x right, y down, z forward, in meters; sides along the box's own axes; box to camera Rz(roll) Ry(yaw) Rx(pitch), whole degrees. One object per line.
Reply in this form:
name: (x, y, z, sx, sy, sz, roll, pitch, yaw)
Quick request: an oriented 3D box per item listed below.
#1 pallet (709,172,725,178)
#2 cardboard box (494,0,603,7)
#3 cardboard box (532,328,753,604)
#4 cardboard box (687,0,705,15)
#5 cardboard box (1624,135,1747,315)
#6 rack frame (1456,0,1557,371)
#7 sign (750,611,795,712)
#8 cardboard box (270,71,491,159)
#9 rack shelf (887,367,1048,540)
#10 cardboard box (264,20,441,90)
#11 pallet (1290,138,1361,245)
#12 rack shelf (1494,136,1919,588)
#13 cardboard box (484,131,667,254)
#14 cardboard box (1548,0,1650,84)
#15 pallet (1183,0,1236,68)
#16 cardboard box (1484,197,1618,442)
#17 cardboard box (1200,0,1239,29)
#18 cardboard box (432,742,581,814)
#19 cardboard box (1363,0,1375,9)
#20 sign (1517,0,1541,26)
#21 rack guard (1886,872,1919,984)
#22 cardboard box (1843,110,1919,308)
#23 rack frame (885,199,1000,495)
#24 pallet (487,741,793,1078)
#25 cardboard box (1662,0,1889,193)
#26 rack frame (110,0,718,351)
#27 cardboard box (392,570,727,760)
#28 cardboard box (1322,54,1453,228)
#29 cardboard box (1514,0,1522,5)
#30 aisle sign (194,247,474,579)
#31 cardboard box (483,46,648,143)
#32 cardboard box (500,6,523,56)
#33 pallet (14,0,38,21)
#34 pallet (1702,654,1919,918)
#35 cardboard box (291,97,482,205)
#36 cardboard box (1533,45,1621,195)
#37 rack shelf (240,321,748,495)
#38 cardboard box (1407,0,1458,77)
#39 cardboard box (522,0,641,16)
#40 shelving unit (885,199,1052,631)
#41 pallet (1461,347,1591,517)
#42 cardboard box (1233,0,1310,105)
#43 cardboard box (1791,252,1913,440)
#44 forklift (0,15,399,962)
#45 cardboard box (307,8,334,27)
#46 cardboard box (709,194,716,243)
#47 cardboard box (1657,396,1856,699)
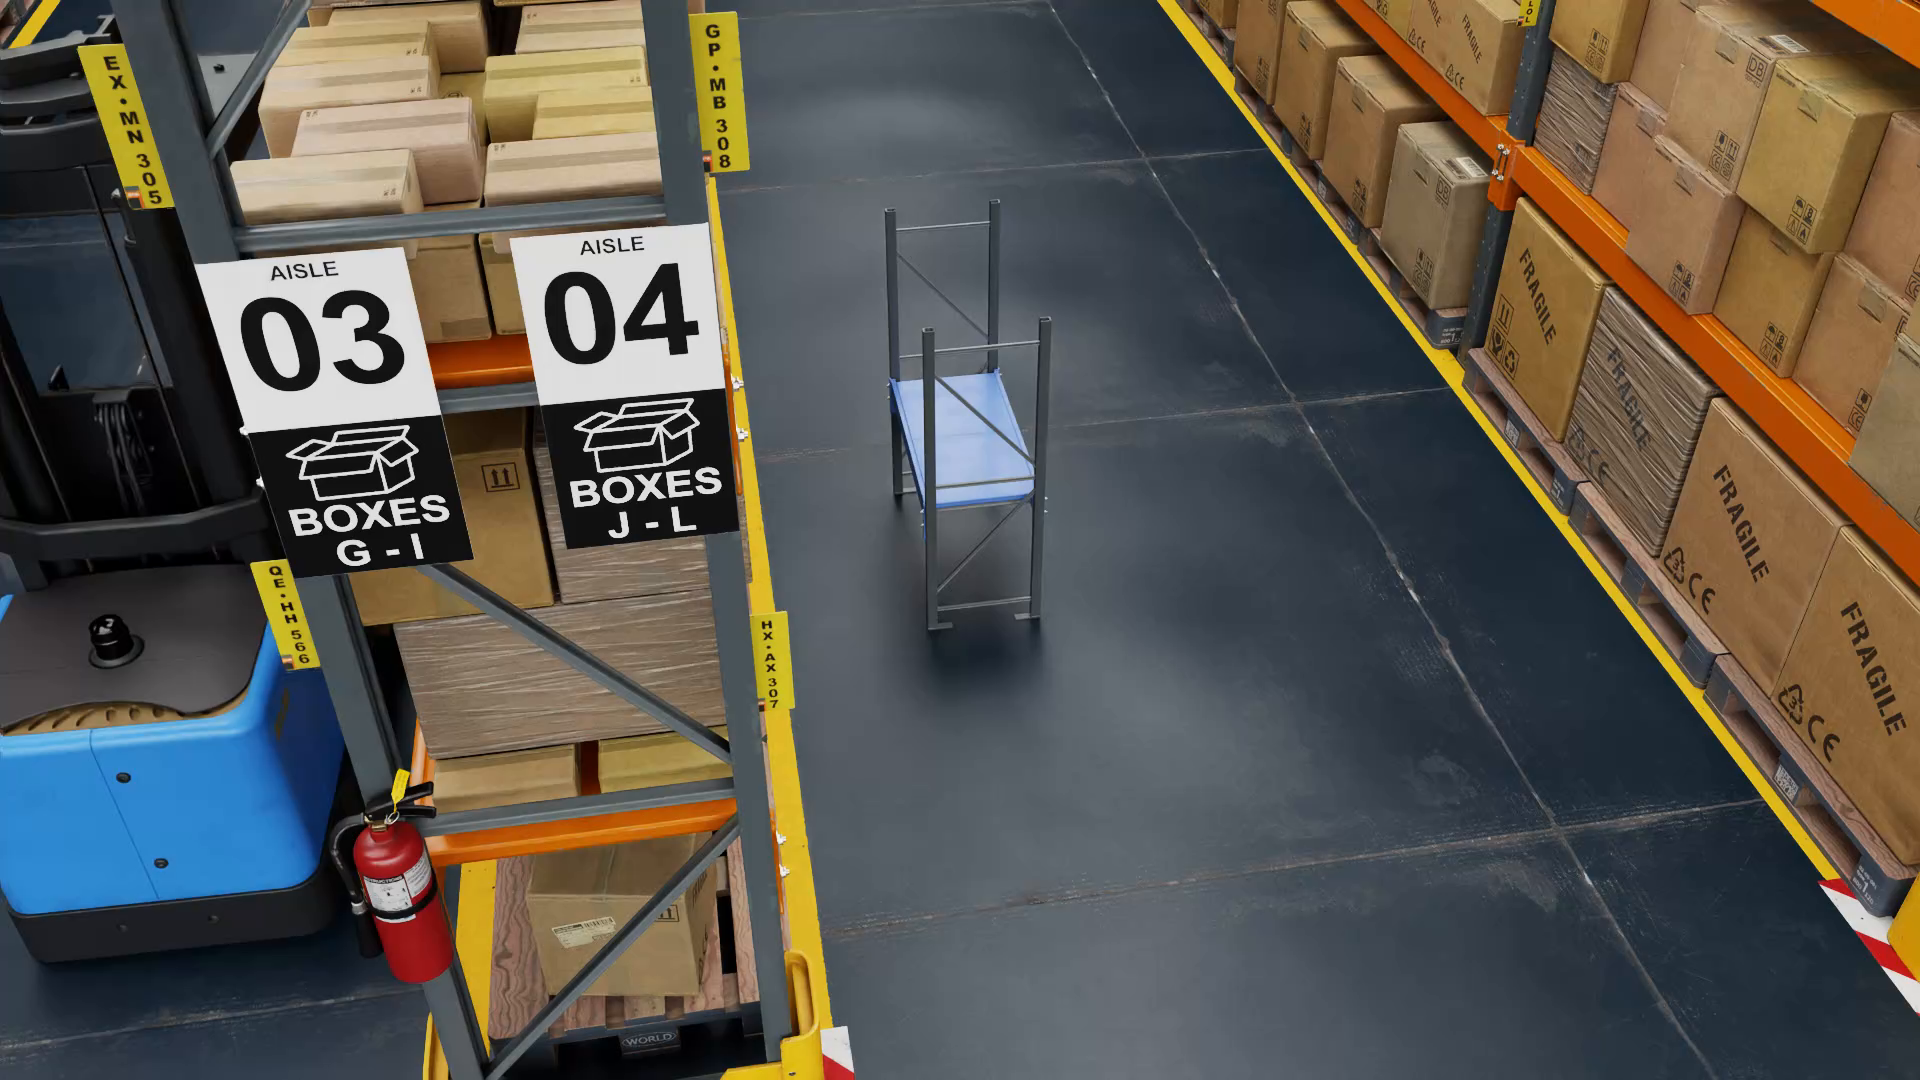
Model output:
pallet: (-1.703, -2.107, 8.173, 1.003, 0.211, 1.213, -6, 38, -8)
cardboard box: (-1.005, -1.754, 4.386, 0.500, 0.500, 0.500, -6, 38, -8)
cardboard box: (-0.839, -0.203, 4.427, 0.500, 0.500, 0.500, -6, 38, -8)
cardboard box: (-1.714, -2.603, 7.824, 1.000, 1.000, 1.000, -6, 38, -8)
cardboard box: (3.363, -1.347, 6.916, 0.875, 0.550, 0.550, -6, 38, -8)
rack frame: (3.189, -2.178, 8.108, 1.000, 3.000, 0.127, -6, 38, -8)
sign: (-0.477, 0.310, 4.200, 0.100, 0.325, 0.005, -6, 38, -8)
cardboard box: (-1.436, -0.980, 4.243, 0.500, 0.250, 0.500, -6, 38, -8)
rack shelf: (0.015, -0.399, 7.334, 0.538, 0.185, 1.000, -6, 38, -8)
cardboard box: (-1.520, -1.178, 4.174, 0.380, 0.149, 0.250, -6, 38, -8)
pallet: (2.762, -2.273, 10.504, 1.003, 0.211, 1.213, -6, 38, -8)
rack shelf: (3.539, -0.686, 6.774, 1.077, 0.370, 4.000, -6, 38, -8)
cardboard box: (-0.831, -0.763, 3.640, 0.380, 0.149, 0.250, -6, 38, -8)
cardboard box: (3.220, -2.437, 7.439, 0.875, 0.550, 0.550, -6, 38, -8)
pallet: (2.352, -3.965, 12.681, 1.003, 0.211, 1.213, -6, 38, -8)
cardboard box: (3.230, -1.117, 8.132, 0.875, 0.875, 0.875, -6, 38, -7)
cardboard box: (2.115, -4.142, 12.331, 0.500, 0.500, 0.500, -6, 38, -8)
cardboard box: (-1.264, 0.660, 4.660, 0.380, 0.149, 0.250, -6, 38, -8)
cardboard box: (2.565, -3.420, 9.626, 0.500, 0.500, 0.500, -7, 38, -8)
sign: (2.656, -2.539, 7.695, 0.100, 0.325, 0.005, -6, 38, -8)
rack guard: (3.894, 1.240, 5.747, 1.175, 0.500, 0.348, -6, 38, -8)
cardboard box: (3.711, -1.151, 5.784, 0.875, 0.550, 0.550, -6, 38, -8)
rack frame: (-0.074, -0.848, 7.619, 0.500, 1.500, 0.032, -6, 38, -8)
pallet: (-1.132, 1.272, 5.941, 1.003, 0.211, 1.213, -6, 38, -8)
cardboard box: (3.390, -1.776, 6.589, 0.875, 0.550, 0.550, -6, 38, -8)
rack frame: (-1.011, -1.658, 2.550, 1.000, 3.000, 0.127, -6, 38, -8)
cardboard box: (-1.080, 0.219, 4.700, 0.875, 0.500, 0.500, -6, 38, -8)
cardboard box: (2.826, -2.403, 9.890, 1.050, 0.750, 0.750, -6, 38, -8)
cardboard box: (3.096, -2.911, 8.156, 0.700, 0.500, 0.500, -7, 38, -9)
aisle sign: (-1.295, -0.246, 3.503, 0.394, 0.787, 0.004, -6, 38, -8)
cardboard box: (-0.947, -1.070, 4.034, 0.380, 0.149, 0.250, -7, 38, -9)
cardboard box: (-1.020, -1.344, 4.712, 0.500, 0.250, 0.500, -6, 38, -8)
pallet: (-7.897, -4.433, 13.284, 1.003, 0.211, 1.213, -6, 38, -8)
pallet: (3.673, 0.865, 6.465, 1.003, 0.211, 1.213, -6, 38, -8)
cardboard box: (-1.297, -0.876, 3.785, 0.380, 0.149, 0.250, -7, 38, -9)
cardboard box: (3.265, -2.015, 7.777, 0.875, 0.550, 0.550, -6, 38, -8)
rack shelf: (-1.361, -1.398, 5.246, 1.077, 0.370, 4.000, -6, 38, -8)
cardboard box: (2.746, -2.809, 8.839, 0.500, 0.500, 0.500, -7, 38, -8)
cardboard box: (-0.963, -1.389, 4.445, 0.380, 0.149, 0.250, -6, 38, -8)
shelving unit: (0.015, -0.541, 7.224, 0.538, 1.500, 1.048, -6, 38, -8)
pallet: (3.245, -0.609, 8.362, 1.003, 0.211, 1.213, -6, 38, -8)
cardboard box: (2.506, -3.494, 11.293, 1.050, 0.750, 0.750, -7, 38, -9)
cardboard box: (3.688, -0.722, 6.112, 0.875, 0.550, 0.550, -6, 38, -8)
forklift: (-2.930, -0.595, 6.127, 1.130, 2.935, 3.031, -5, 38, -6)
cardboard box: (-1.588, -1.493, 4.579, 0.380, 0.149, 0.250, -8, 39, -10)
cardboard box: (-1.009, -0.807, 5.205, 0.500, 0.500, 0.500, -6, 38, -8)
cardboard box: (3.550, -0.022, 6.723, 0.875, 0.875, 0.875, -7, 38, -9)
